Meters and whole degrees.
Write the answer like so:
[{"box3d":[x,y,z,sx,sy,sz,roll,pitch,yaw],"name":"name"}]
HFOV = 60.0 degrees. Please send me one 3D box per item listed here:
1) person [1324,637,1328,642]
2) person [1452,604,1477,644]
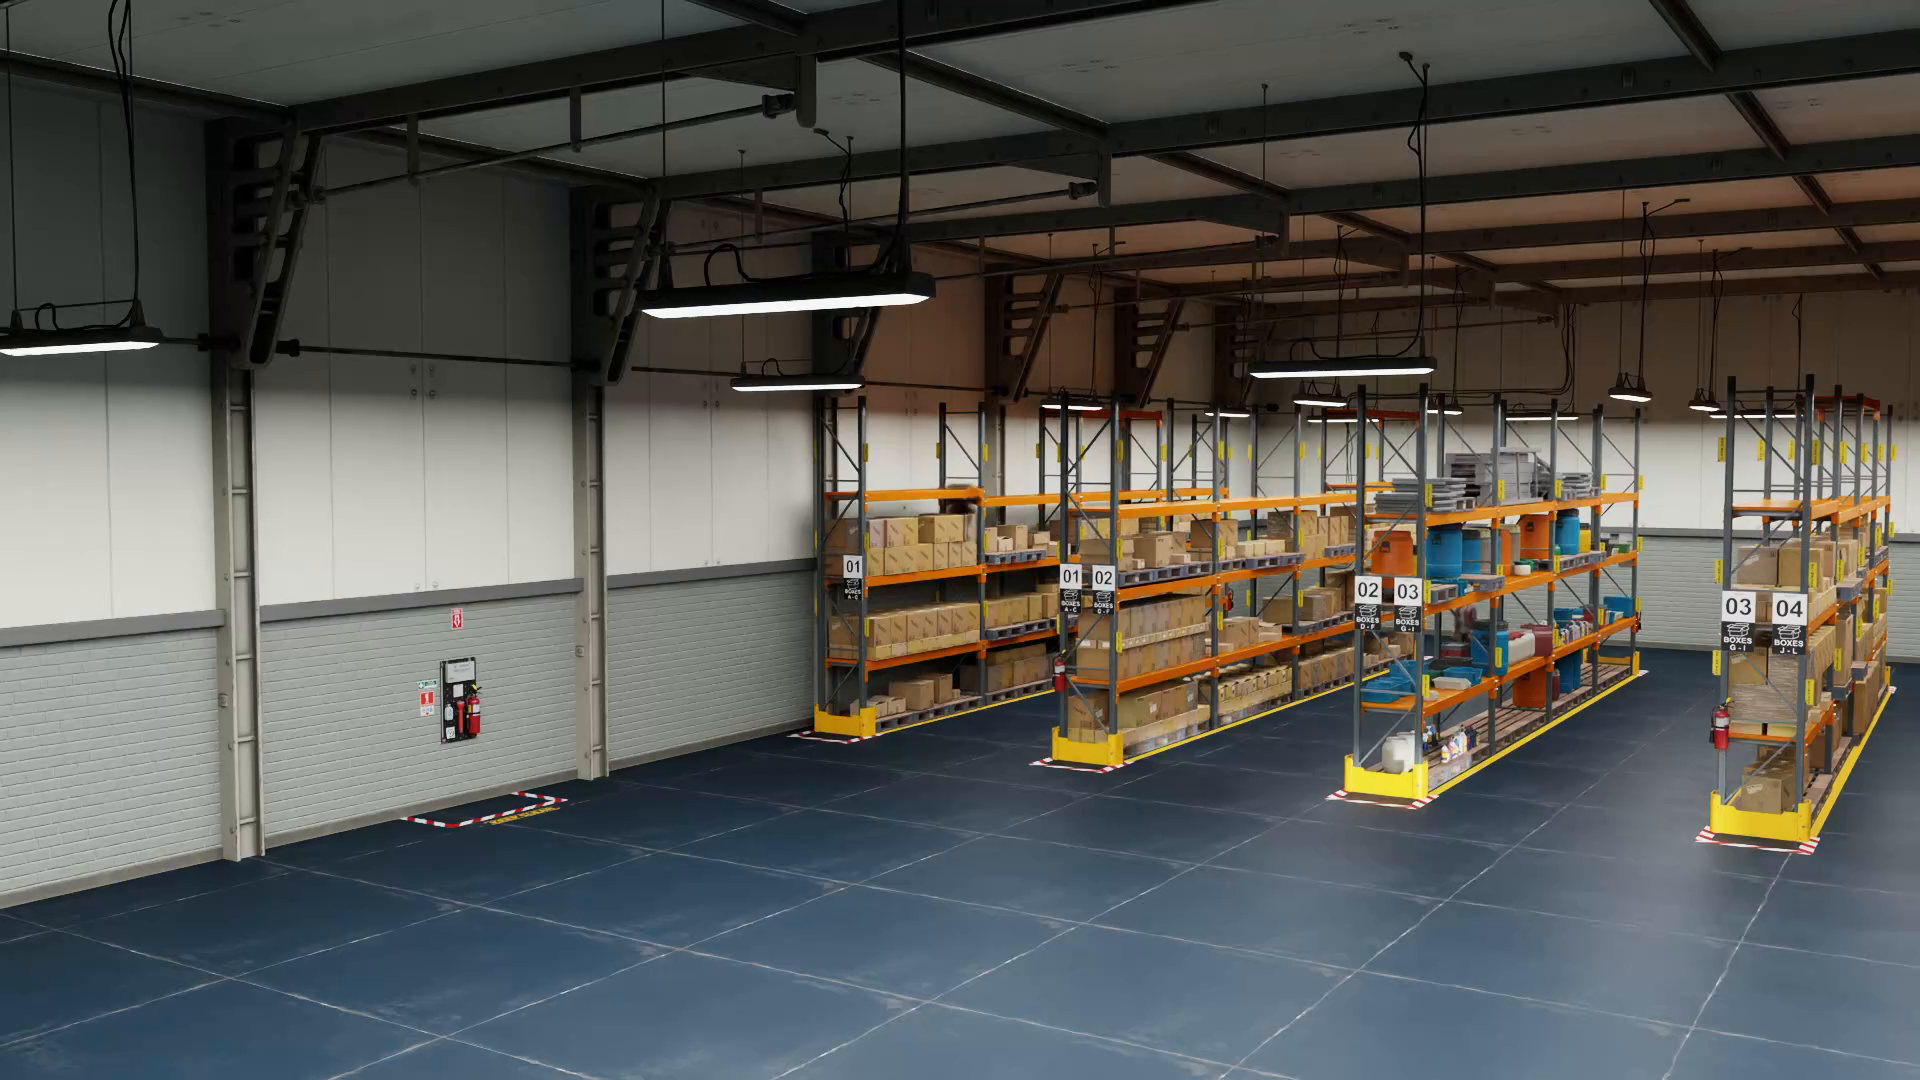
[{"box3d":[8.899,1.971,40.996,0.657,1.765,0.465,-2,3,-29],"name":"person"},{"box3d":[11.598,2.108,38.251,0.572,1.722,1.118,2,3,30],"name":"person"}]
